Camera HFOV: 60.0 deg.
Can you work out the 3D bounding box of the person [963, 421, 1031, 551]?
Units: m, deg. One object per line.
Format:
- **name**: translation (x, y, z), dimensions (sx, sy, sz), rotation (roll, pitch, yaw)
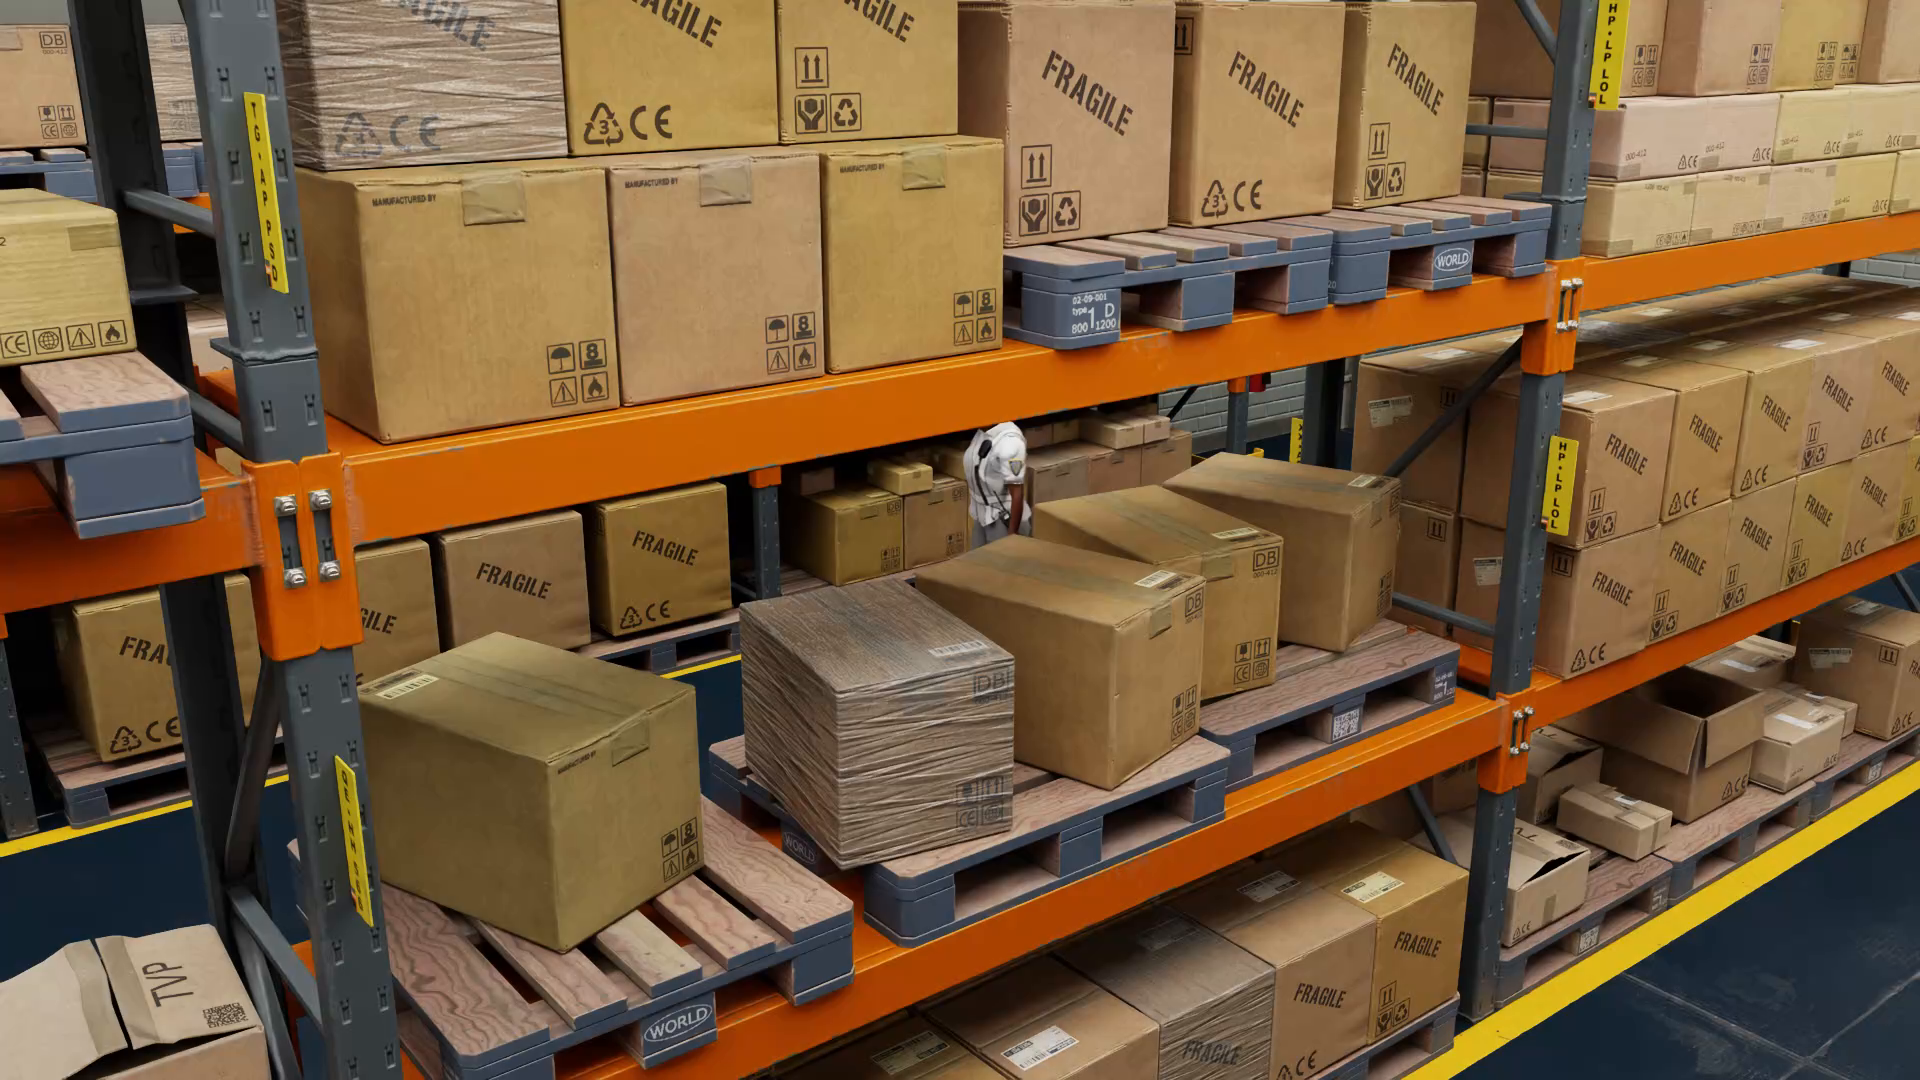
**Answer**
- **person**: translation (0.185, -0.062, 9.201), dimensions (0.402, 1.656, 0.483), rotation (-7, 19, -20)
